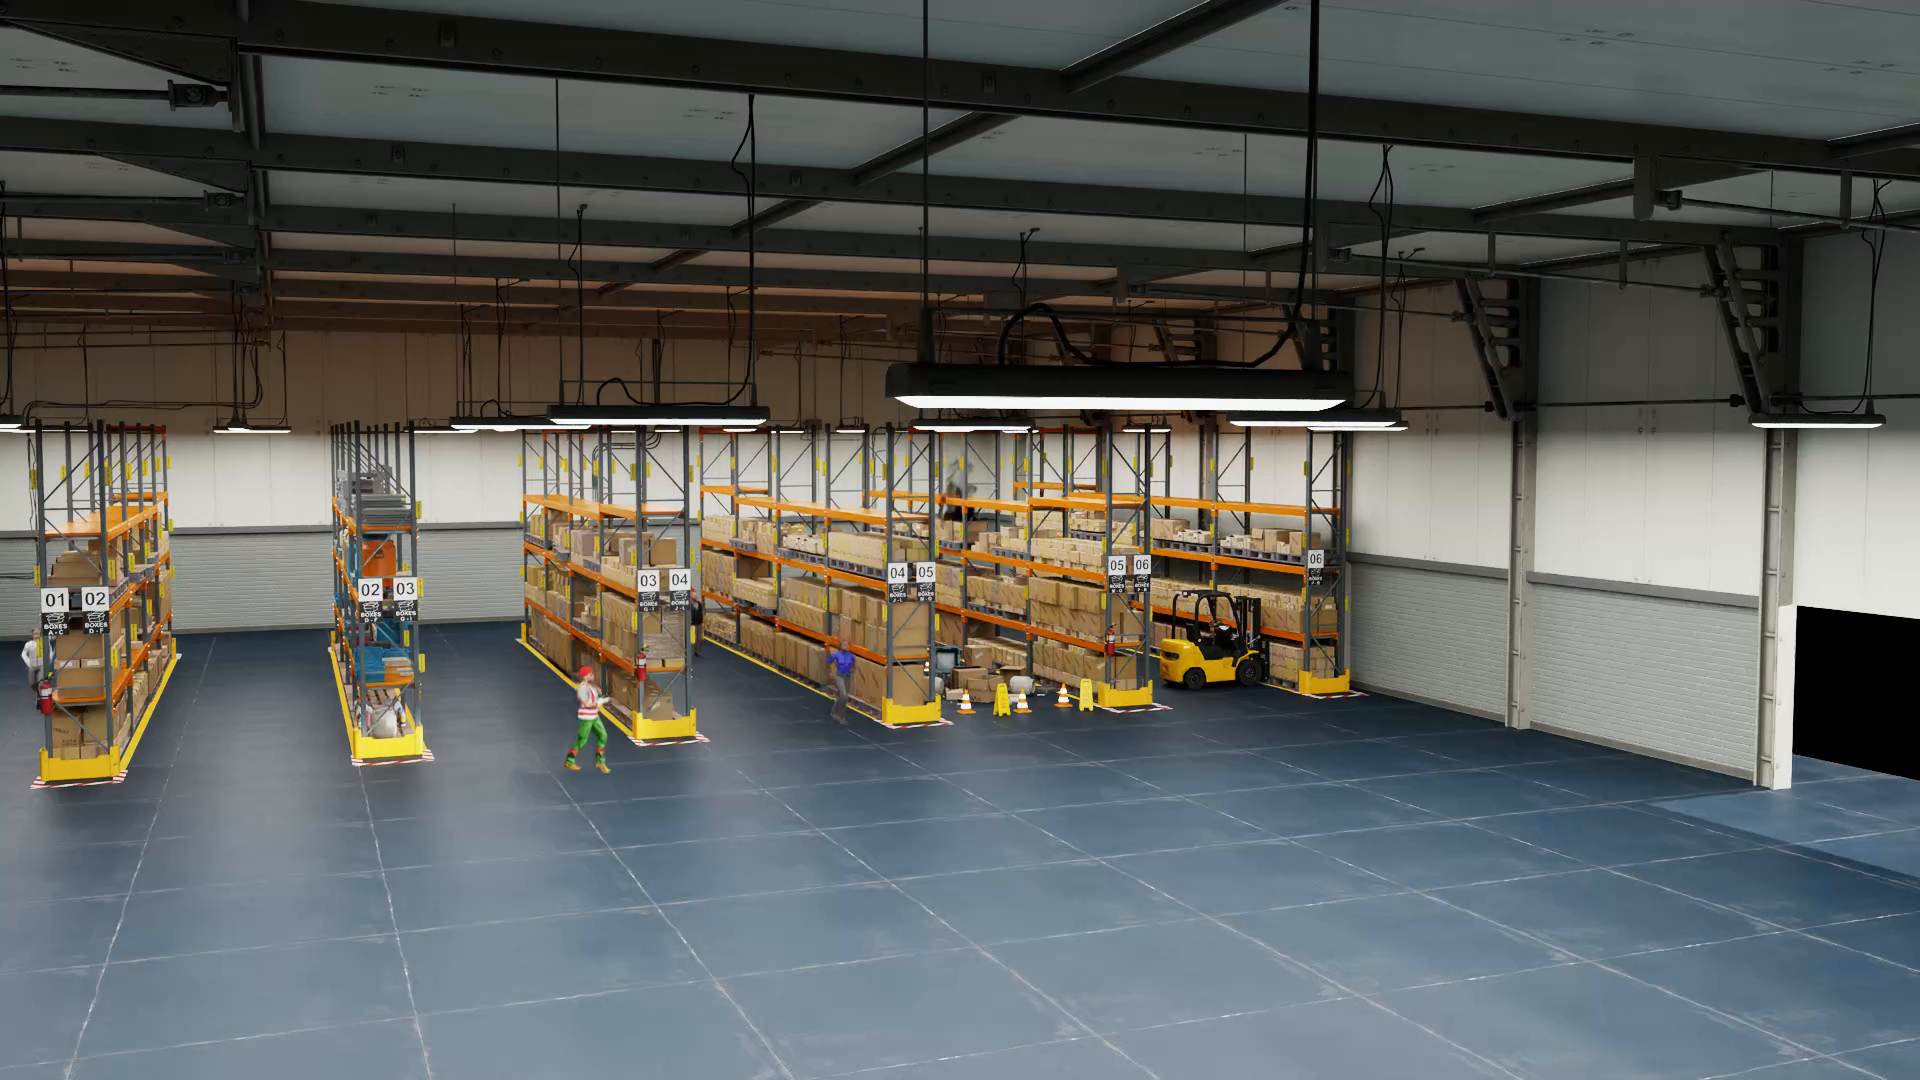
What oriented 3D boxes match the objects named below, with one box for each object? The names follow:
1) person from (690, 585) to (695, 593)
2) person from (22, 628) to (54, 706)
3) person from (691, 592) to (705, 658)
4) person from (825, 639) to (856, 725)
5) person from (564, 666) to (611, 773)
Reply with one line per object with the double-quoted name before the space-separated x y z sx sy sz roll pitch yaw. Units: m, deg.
"person" -8.149 1.858 48.505 0.725 1.674 0.585 2 4 26
"person" -19.631 2.683 35.406 0.605 1.653 0.540 -2 4 -25
"person" -6.903 2.190 43.213 0.661 1.691 0.733 -2 4 -30
"person" -2.362 2.846 33.228 0.567 1.729 0.677 -3 5 -41
"person" -6.314 3.059 28.193 0.799 1.845 0.648 0 4 6
